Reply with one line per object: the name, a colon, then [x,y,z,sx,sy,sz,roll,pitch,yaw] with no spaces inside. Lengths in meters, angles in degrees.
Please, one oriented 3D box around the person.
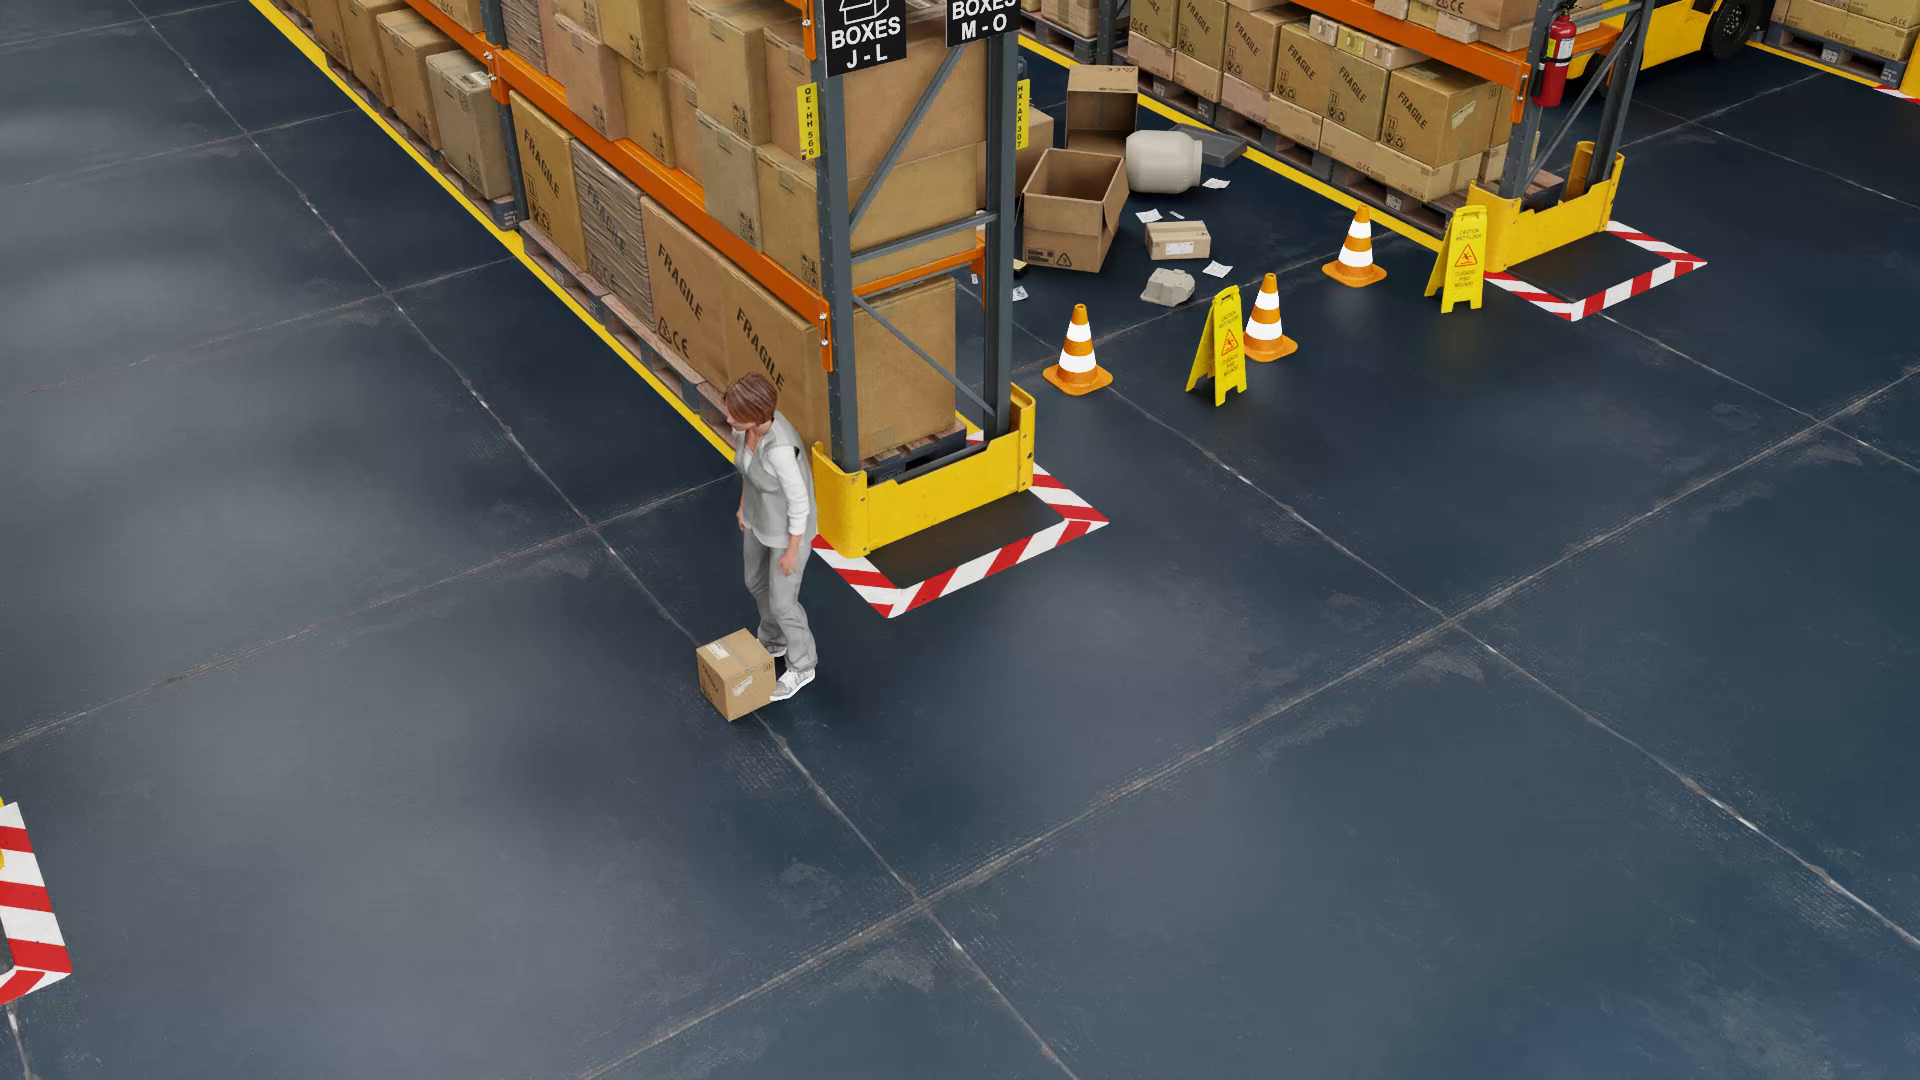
person: [-0.792,-0.034,7.054,0.346,1.593,0.460,-23,42,-27]
